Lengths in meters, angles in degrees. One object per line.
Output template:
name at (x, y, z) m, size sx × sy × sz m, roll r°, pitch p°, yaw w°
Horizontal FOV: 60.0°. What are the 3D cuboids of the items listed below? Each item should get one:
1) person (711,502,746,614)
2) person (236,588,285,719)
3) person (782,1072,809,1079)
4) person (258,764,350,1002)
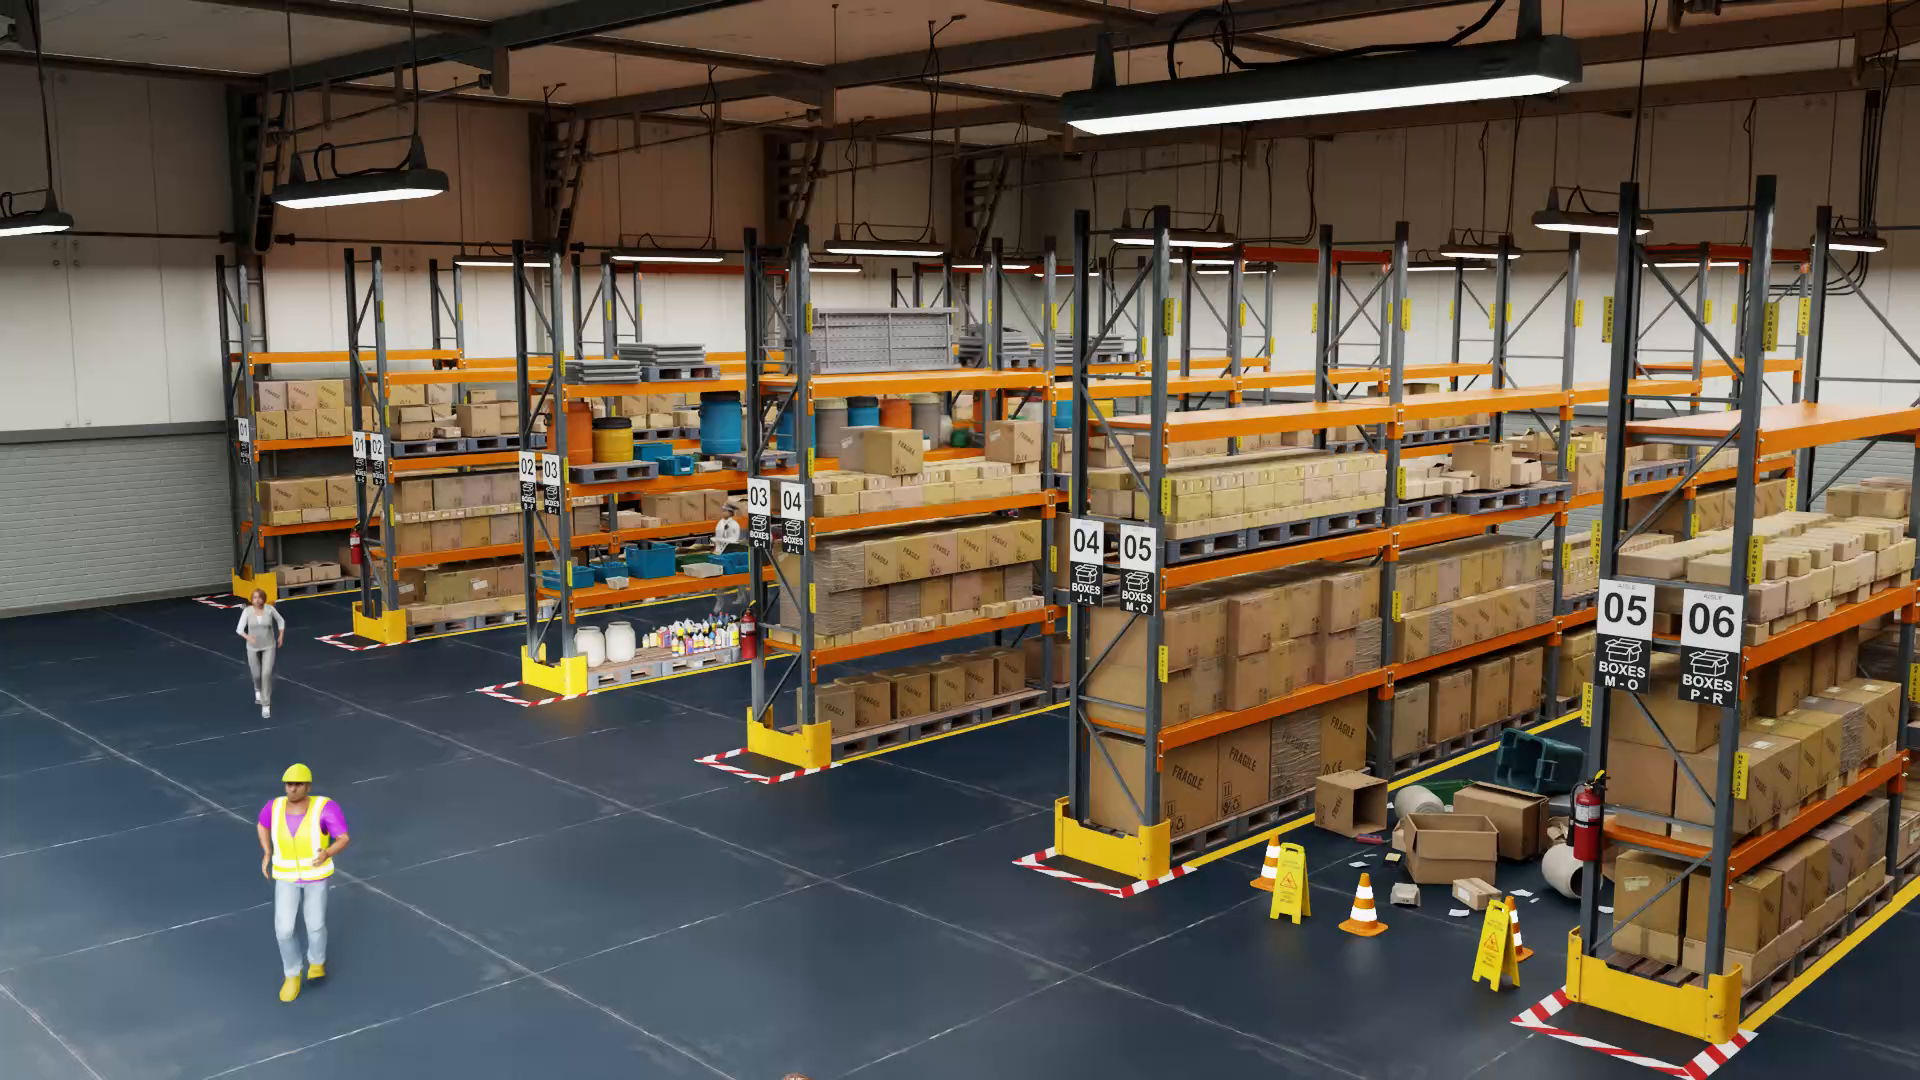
person at (-3.746, 0.278, 26.706) m, size 0.576 × 1.799 × 0.705 m, roll 6°, pitch 10°, yaw 35°
person at (-8.862, 1.397, 21.119) m, size 0.565 × 1.613 × 0.770 m, roll -3°, pitch 9°, yaw -19°
person at (-0.759, 3.294, 7.856) m, size 0.526 × 1.556 × 0.536 m, roll 0°, pitch 8°, yaw -2°
person at (-4.921, 2.556, 12.474) m, size 0.683 × 1.805 × 0.737 m, roll -2°, pitch 8°, yaw -14°
